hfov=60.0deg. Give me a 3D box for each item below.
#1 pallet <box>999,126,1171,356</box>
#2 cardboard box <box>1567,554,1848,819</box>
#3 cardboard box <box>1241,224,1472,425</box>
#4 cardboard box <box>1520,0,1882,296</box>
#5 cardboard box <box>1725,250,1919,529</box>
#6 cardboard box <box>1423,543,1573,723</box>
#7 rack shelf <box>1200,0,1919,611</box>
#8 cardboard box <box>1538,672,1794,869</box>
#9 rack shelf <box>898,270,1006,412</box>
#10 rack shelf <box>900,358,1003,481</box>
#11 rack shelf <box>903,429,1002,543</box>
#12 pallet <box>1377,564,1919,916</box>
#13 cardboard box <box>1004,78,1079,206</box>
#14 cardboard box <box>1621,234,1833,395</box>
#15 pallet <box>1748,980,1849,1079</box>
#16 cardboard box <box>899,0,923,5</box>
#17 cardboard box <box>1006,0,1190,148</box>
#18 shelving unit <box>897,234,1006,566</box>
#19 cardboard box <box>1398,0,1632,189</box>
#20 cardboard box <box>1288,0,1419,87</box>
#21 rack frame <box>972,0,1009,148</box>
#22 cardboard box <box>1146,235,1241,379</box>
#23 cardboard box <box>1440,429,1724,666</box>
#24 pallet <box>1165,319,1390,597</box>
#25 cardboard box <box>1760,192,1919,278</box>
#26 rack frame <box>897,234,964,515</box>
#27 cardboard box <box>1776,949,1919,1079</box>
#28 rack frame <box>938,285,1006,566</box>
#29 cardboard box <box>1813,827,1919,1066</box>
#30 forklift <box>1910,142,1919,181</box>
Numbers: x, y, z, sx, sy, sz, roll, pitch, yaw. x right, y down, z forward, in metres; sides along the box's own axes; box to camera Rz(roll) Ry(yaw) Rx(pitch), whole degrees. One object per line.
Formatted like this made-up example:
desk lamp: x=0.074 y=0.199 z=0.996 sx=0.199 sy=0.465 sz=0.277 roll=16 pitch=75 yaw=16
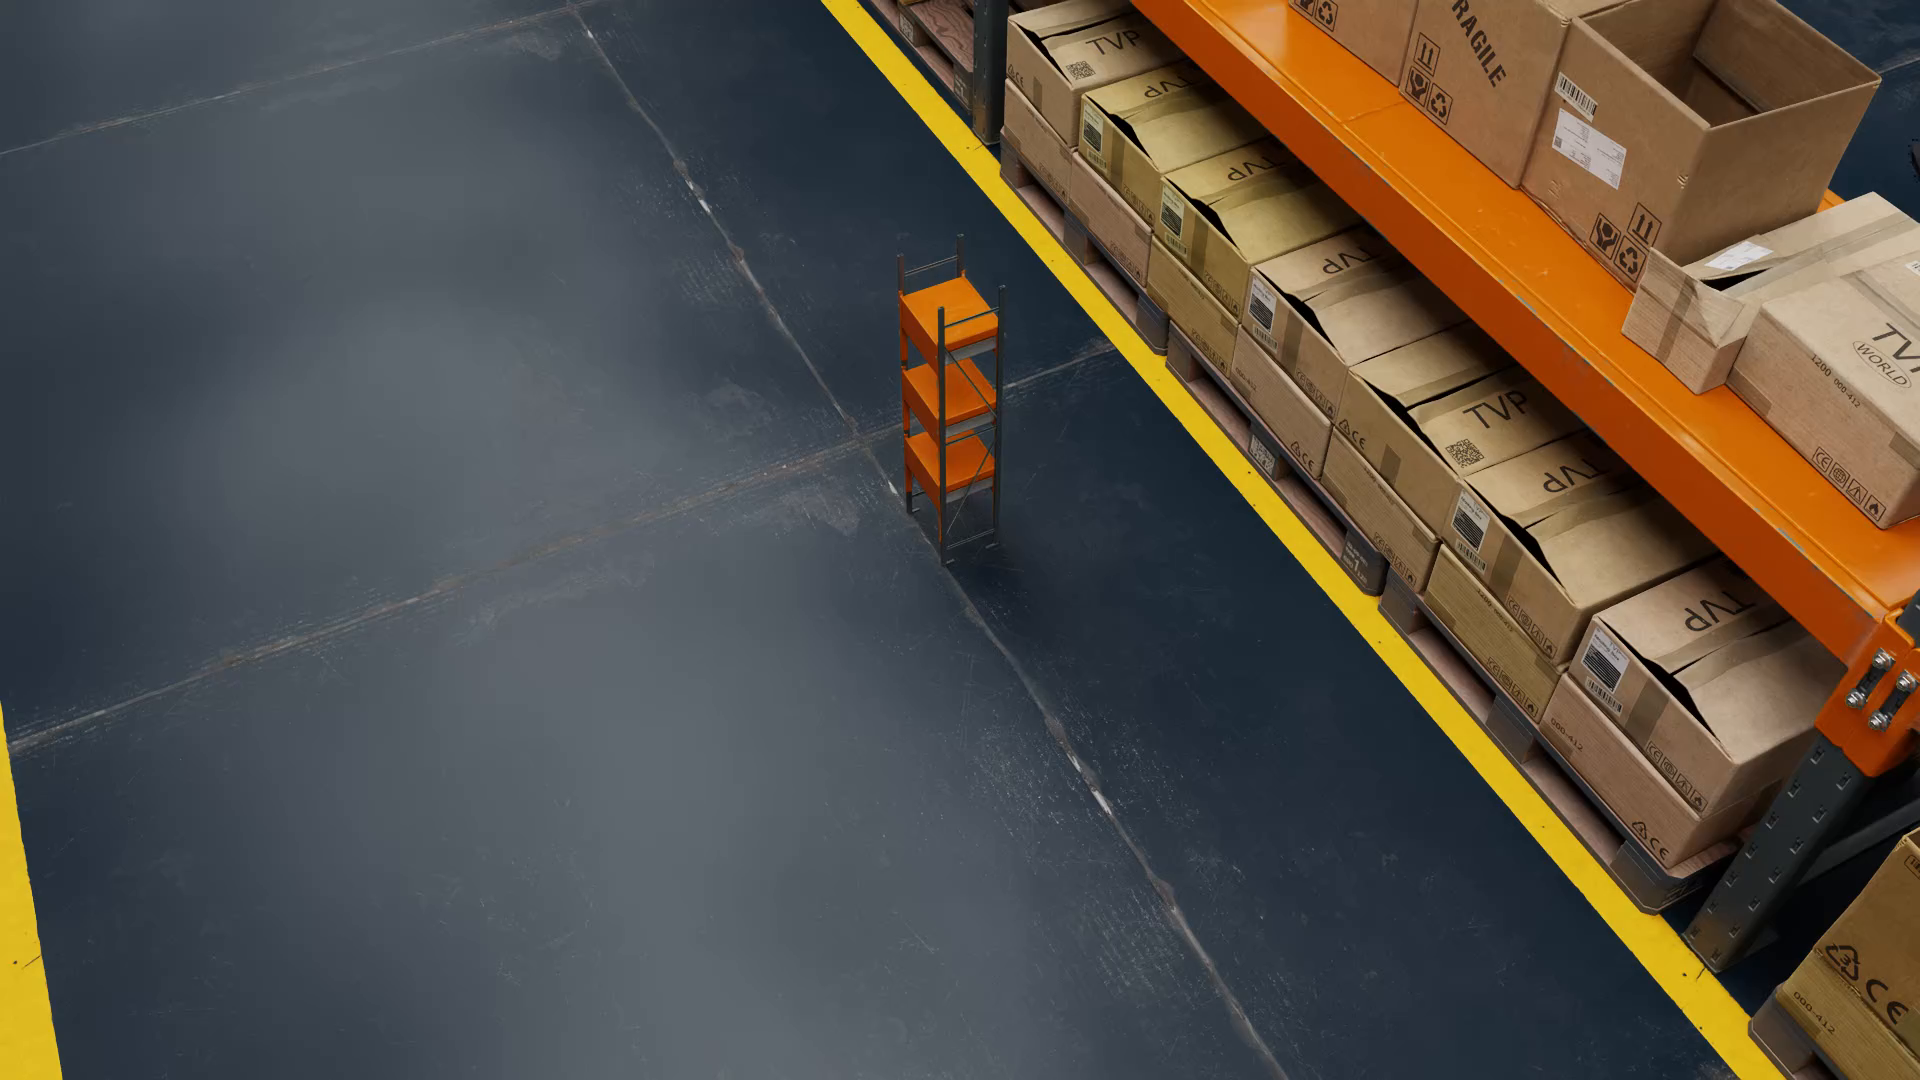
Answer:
pallet: x=0.864 y=-1.276 z=6.226 sx=1.003 sy=0.211 sz=1.213 roll=-21 pitch=52 yaw=-18
cardboard box: x=1.912 y=0.329 z=4.145 sx=0.500 sy=0.311 sz=0.500 roll=-21 pitch=52 yaw=-18
cardboard box: x=1.215 y=-0.690 z=5.036 sx=0.500 sy=0.311 sz=0.500 roll=-22 pitch=52 yaw=-18
cardboard box: x=1.774 y=-0.986 z=4.053 sx=0.500 sy=0.500 sz=0.500 roll=-18 pitch=51 yaw=-15
cardboard box: x=2.088 y=-0.346 z=3.660 sx=0.500 sy=0.250 sz=0.500 roll=-18 pitch=51 yaw=-15
cardboard box: x=1.675 y=0.169 z=4.657 sx=0.500 sy=0.250 sz=0.500 roll=-22 pitch=52 yaw=-18
rack shelf: x=1.437 y=-1.247 z=4.696 sx=0.919 sy=0.124 sz=3.809 roll=-21 pitch=52 yaw=-18
cardboard box: x=1.905 y=0.508 z=4.361 sx=0.500 sy=0.250 sz=0.500 roll=-22 pitch=52 yaw=-18
rack shelf: x=-0.024 y=-0.561 z=4.681 sx=0.215 sy=0.259 sz=0.240 roll=-21 pitch=52 yaw=-18
rack shelf: x=-0.024 y=-0.374 z=4.894 sx=0.215 sy=0.259 sz=0.240 roll=-21 pitch=52 yaw=-18
rack shelf: x=-0.024 y=-0.191 z=5.103 sx=0.215 sy=0.259 sz=0.240 roll=-21 pitch=52 yaw=-18
pallet: x=1.980 y=0.357 z=4.797 sx=1.003 sy=0.211 sz=1.213 roll=-21 pitch=52 yaw=-18
cardboard box: x=0.500 y=-1.540 z=6.152 sx=0.500 sy=0.250 sz=0.500 roll=-21 pitch=52 yaw=-18
cardboard box: x=1.787 y=-0.562 z=3.838 sx=0.396 sy=0.266 sz=0.258 roll=-22 pitch=52 yaw=-18
pallet: x=2.679 y=1.383 z=3.900 sx=1.003 sy=0.211 sz=1.213 roll=-21 pitch=52 yaw=-18
cardboard box: x=-0.115 y=-2.625 z=6.922 sx=0.500 sy=0.500 sz=0.500 roll=-19 pitch=52 yaw=-16
cardboard box: x=0.500 y=-1.724 z=5.940 sx=0.500 sy=0.311 sz=0.500 roll=-20 pitch=52 yaw=-16
shelving unit: x=-0.024 y=-0.381 z=4.886 sx=0.215 sy=1.050 sz=0.252 roll=-21 pitch=52 yaw=-18
cardboard box: x=1.545 y=-1.322 z=4.347 sx=0.500 sy=0.500 sz=0.500 roll=-21 pitch=52 yaw=-17
cardboard box: x=1.304 y=-1.674 z=4.655 sx=0.500 sy=0.500 sz=0.500 roll=-24 pitch=53 yaw=-19
rack frame: x=0.522 y=-2.758 z=5.670 sx=1.000 sy=3.000 sz=0.127 roll=-21 pitch=52 yaw=-18
cardboard box: x=0.974 y=-0.858 z=5.555 sx=0.500 sy=0.250 sz=0.500 roll=-22 pitch=53 yaw=-18
cardboard box: x=1.668 y=-0.017 z=4.447 sx=0.500 sy=0.311 sz=0.500 roll=-20 pitch=52 yaw=-17
pallet: x=1.418 y=-0.460 z=5.512 sx=1.003 sy=0.211 sz=1.213 roll=-21 pitch=52 yaw=-18
cardboard box: x=2.128 y=-0.662 z=4.003 sx=0.380 sy=0.149 sz=0.250 roll=-21 pitch=52 yaw=-18
rack frame: x=-0.080 y=-0.463 z=4.958 sx=0.200 sy=1.050 sz=0.008 roll=-21 pitch=52 yaw=-18
cardboard box: x=2.295 y=1.101 z=3.842 sx=0.500 sy=0.250 sz=0.500 roll=-21 pitch=52 yaw=-18
rack frame: x=0.031 y=-0.300 z=4.815 sx=0.200 sy=1.050 sz=0.008 roll=-21 pitch=52 yaw=-18
cardboard box: x=2.286 y=0.857 z=3.557 sx=0.500 sy=0.500 sz=0.500 roll=-21 pitch=52 yaw=-18
forklift: x=3.755 y=-1.157 z=4.315 sx=1.130 sy=2.935 sz=3.031 roll=5 pitch=49 yaw=4
